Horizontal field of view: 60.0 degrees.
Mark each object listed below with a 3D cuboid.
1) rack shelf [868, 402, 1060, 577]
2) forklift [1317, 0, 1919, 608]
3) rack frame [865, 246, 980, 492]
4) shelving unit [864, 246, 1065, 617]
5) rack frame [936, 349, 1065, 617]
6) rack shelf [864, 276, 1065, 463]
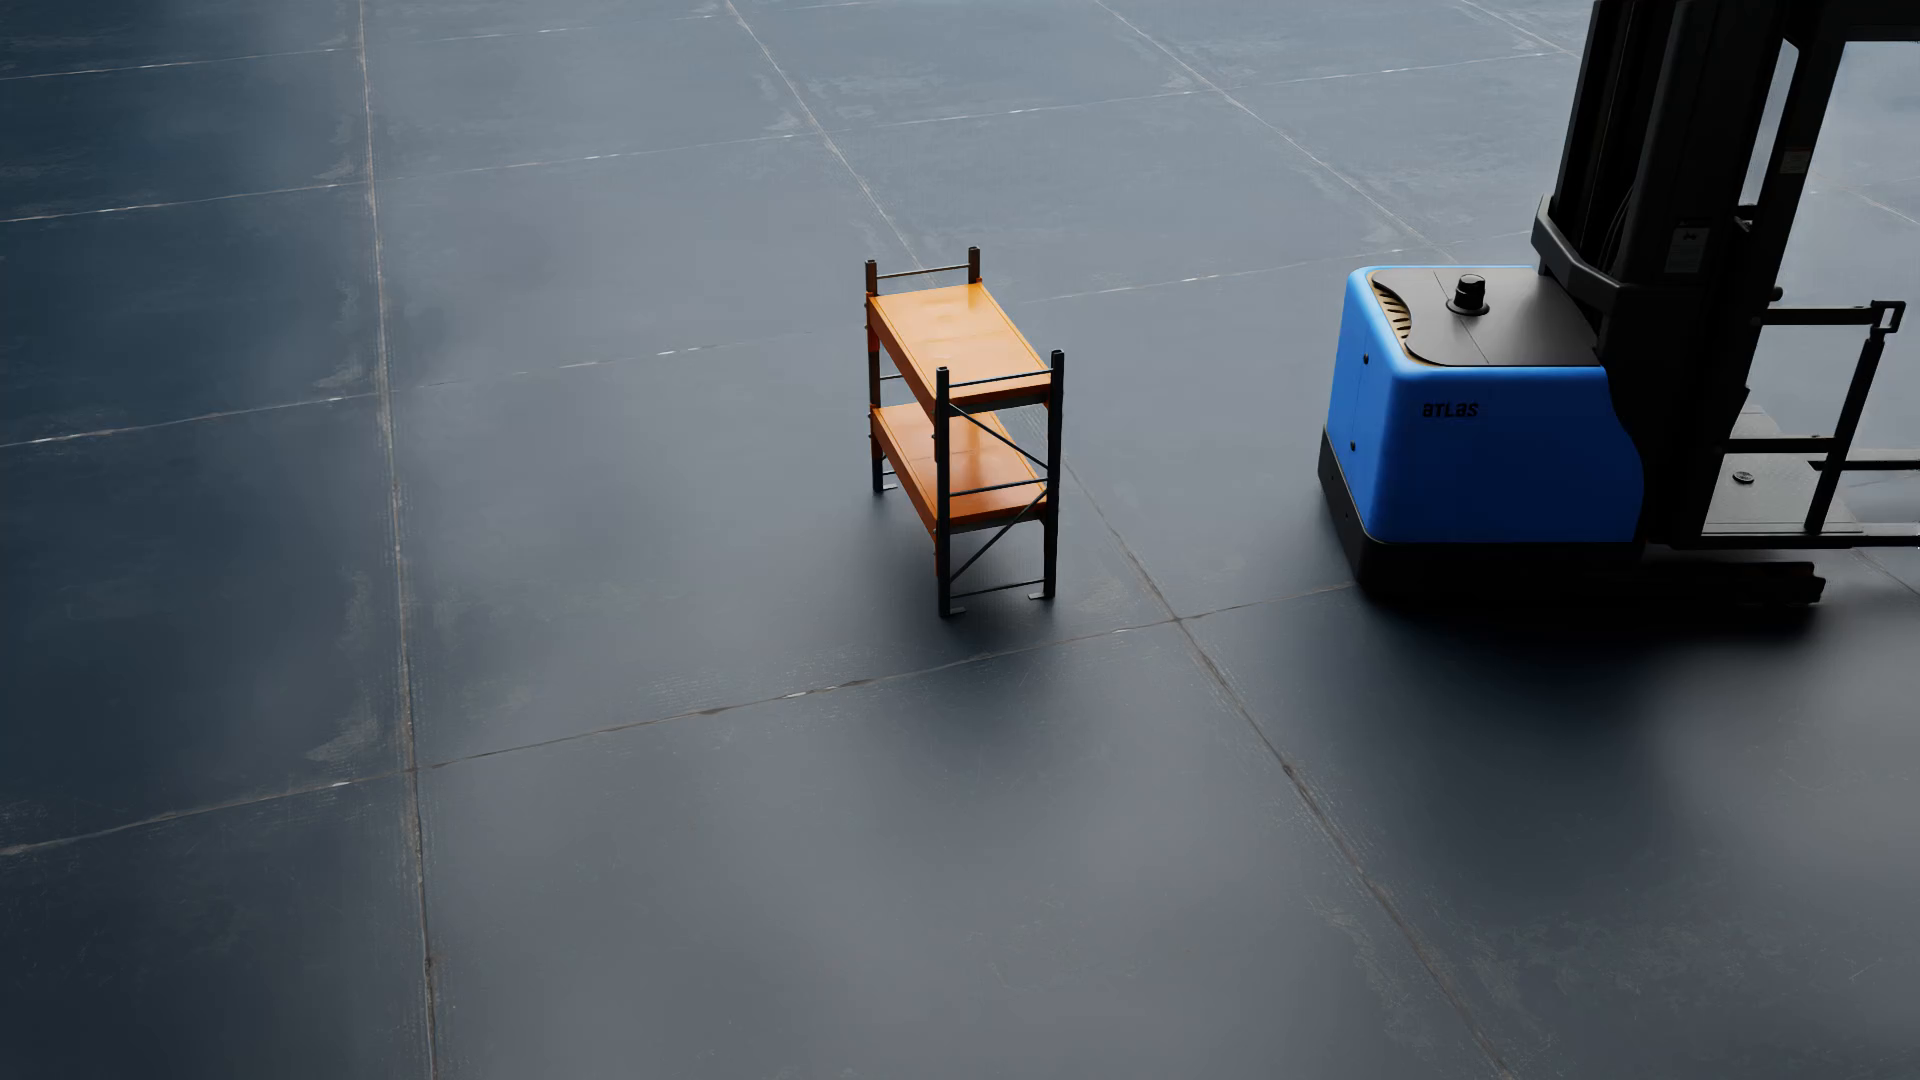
[{"bbox_3d":[-0.002,-0.269,7.080,0.538,0.278,1.000,-10,35,-15],"label":"rack shelf"},{"bbox_3d":[3.147,-1.238,6.465,3.031,2.935,1.130,0,33,0],"label":"forklift"},{"bbox_3d":[-0.157,-0.740,7.349,0.500,1.125,0.032,-10,35,-15],"label":"rack frame"},{"bbox_3d":[-0.002,-0.473,6.945,0.538,1.125,1.048,-10,35,-15],"label":"shelving unit"},{"bbox_3d":[0.153,-0.206,6.541,0.500,1.125,0.032,-10,35,-15],"label":"rack frame"},{"bbox_3d":[-0.002,-0.717,6.784,0.538,0.278,1.000,-10,35,-15],"label":"rack shelf"}]
